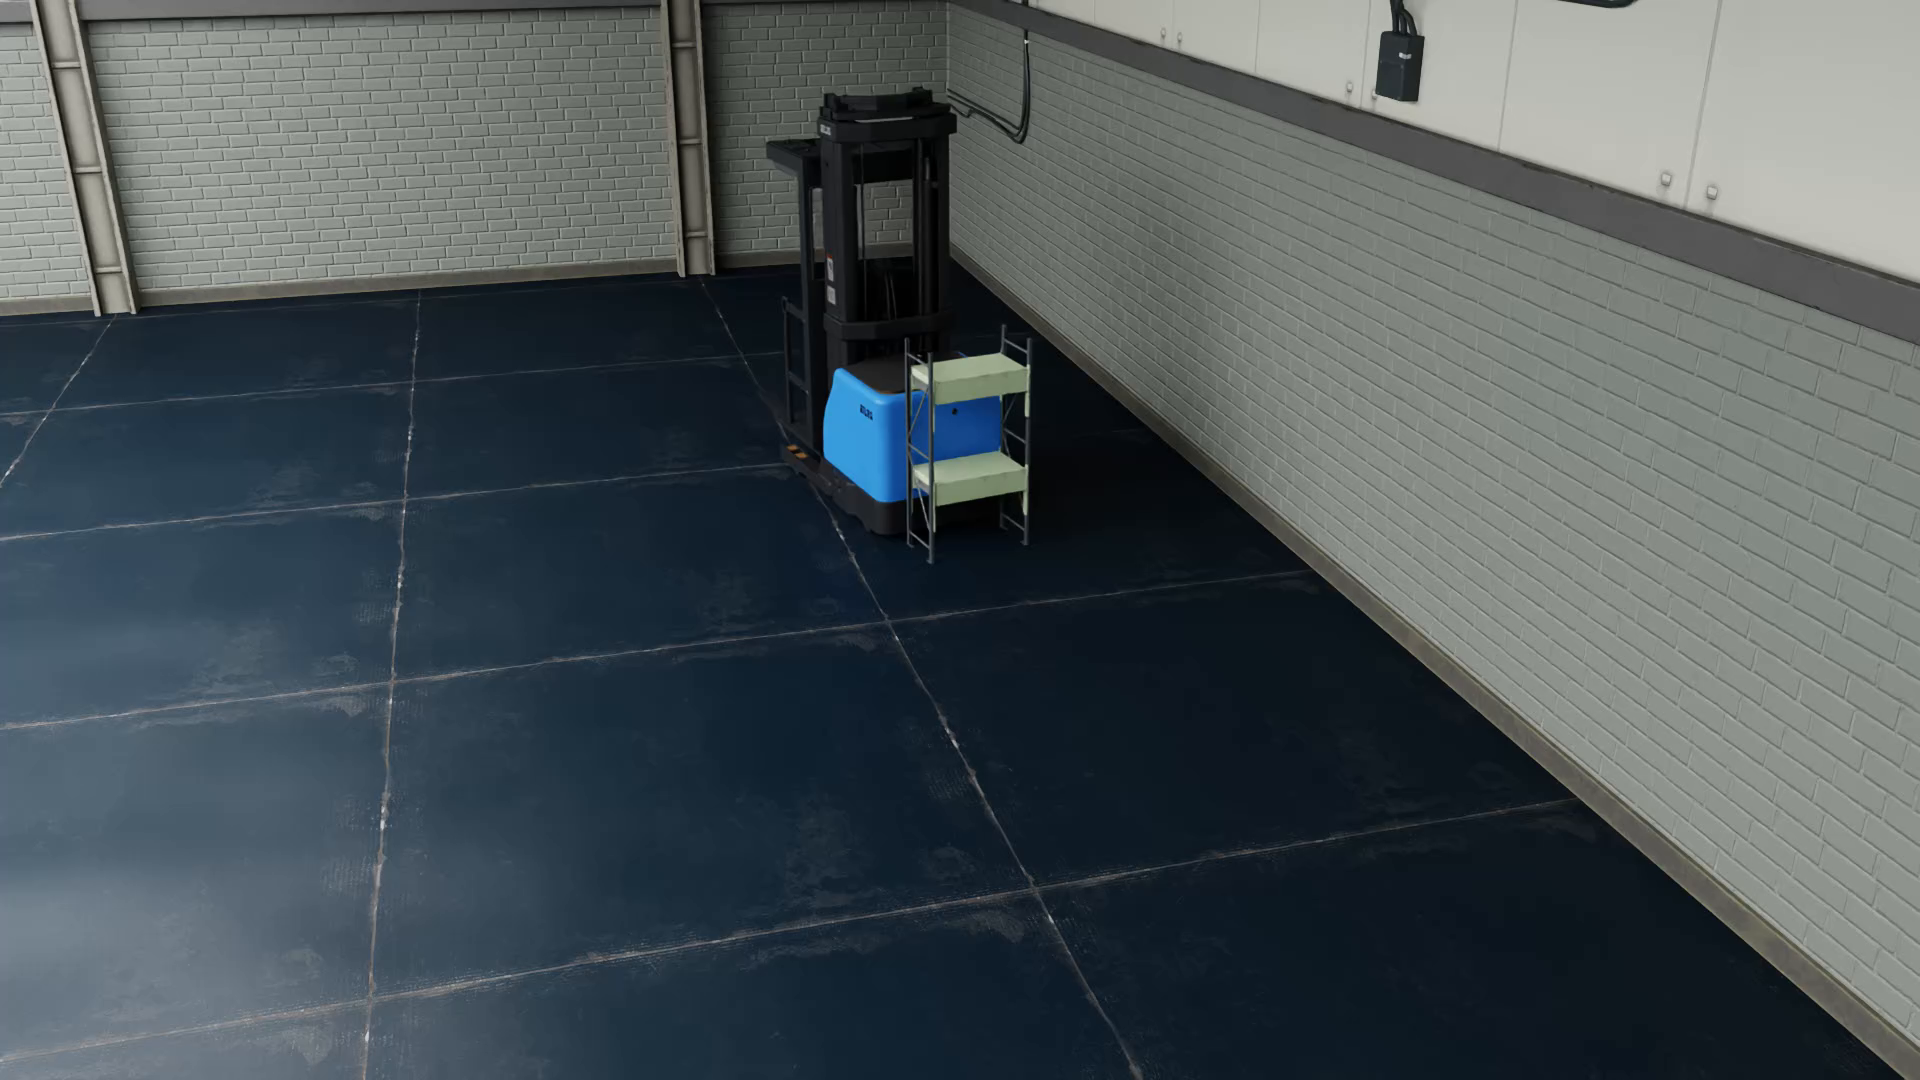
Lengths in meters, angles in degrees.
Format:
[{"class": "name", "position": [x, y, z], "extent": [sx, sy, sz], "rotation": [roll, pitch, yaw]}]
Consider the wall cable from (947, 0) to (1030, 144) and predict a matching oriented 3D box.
[{"class": "wall cable", "position": [0.217, -5.541, 17.189], "extent": [0.112, 2.526, 3.097], "rotation": [-6, 24, -14]}]

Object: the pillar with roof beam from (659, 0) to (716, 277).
[{"class": "pillar with roof beam", "position": [-1.814, -5.522, 13.207], "extent": [0.400, 9.000, 9.100], "rotation": [-6, 24, -14]}]

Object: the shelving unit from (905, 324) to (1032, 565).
[{"class": "shelving unit", "position": [0.056, -0.654, 11.372], "extent": [0.755, 1.500, 0.431], "rotation": [-11, 26, -24]}]

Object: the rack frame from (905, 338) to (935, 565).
[{"class": "rack frame", "position": [-0.272, -0.590, 11.223], "extent": [0.023, 1.500, 0.400], "rotation": [-11, 26, -24]}]

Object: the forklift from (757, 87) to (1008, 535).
[{"class": "forklift", "position": [-0.757, -1.928, 12.525], "extent": [1.130, 2.935, 3.031], "rotation": [-11, 26, -24]}]

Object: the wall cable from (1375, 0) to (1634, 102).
[{"class": "wall cable", "position": [2.766, -4.925, 7.503], "extent": [0.169, 6.003, 2.305], "rotation": [-6, 24, -14]}]

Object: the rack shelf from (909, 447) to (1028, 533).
[{"class": "rack shelf", "position": [0.056, -0.354, 11.500], "extent": [0.720, 0.370, 0.431], "rotation": [-11, 26, -24]}]

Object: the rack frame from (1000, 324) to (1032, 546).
[{"class": "rack frame", "position": [0.384, -0.718, 11.520], "extent": [0.023, 1.500, 0.400], "rotation": [-11, 26, -24]}]

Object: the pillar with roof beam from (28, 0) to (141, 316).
[{"class": "pillar with roof beam", "position": [-7.591, -4.883, 11.717], "extent": [0.400, 9.000, 9.100], "rotation": [-6, 24, -14]}]

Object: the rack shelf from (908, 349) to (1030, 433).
[{"class": "rack shelf", "position": [0.056, -1.012, 11.218], "extent": [0.720, 0.370, 0.431], "rotation": [-11, 26, -24]}]
